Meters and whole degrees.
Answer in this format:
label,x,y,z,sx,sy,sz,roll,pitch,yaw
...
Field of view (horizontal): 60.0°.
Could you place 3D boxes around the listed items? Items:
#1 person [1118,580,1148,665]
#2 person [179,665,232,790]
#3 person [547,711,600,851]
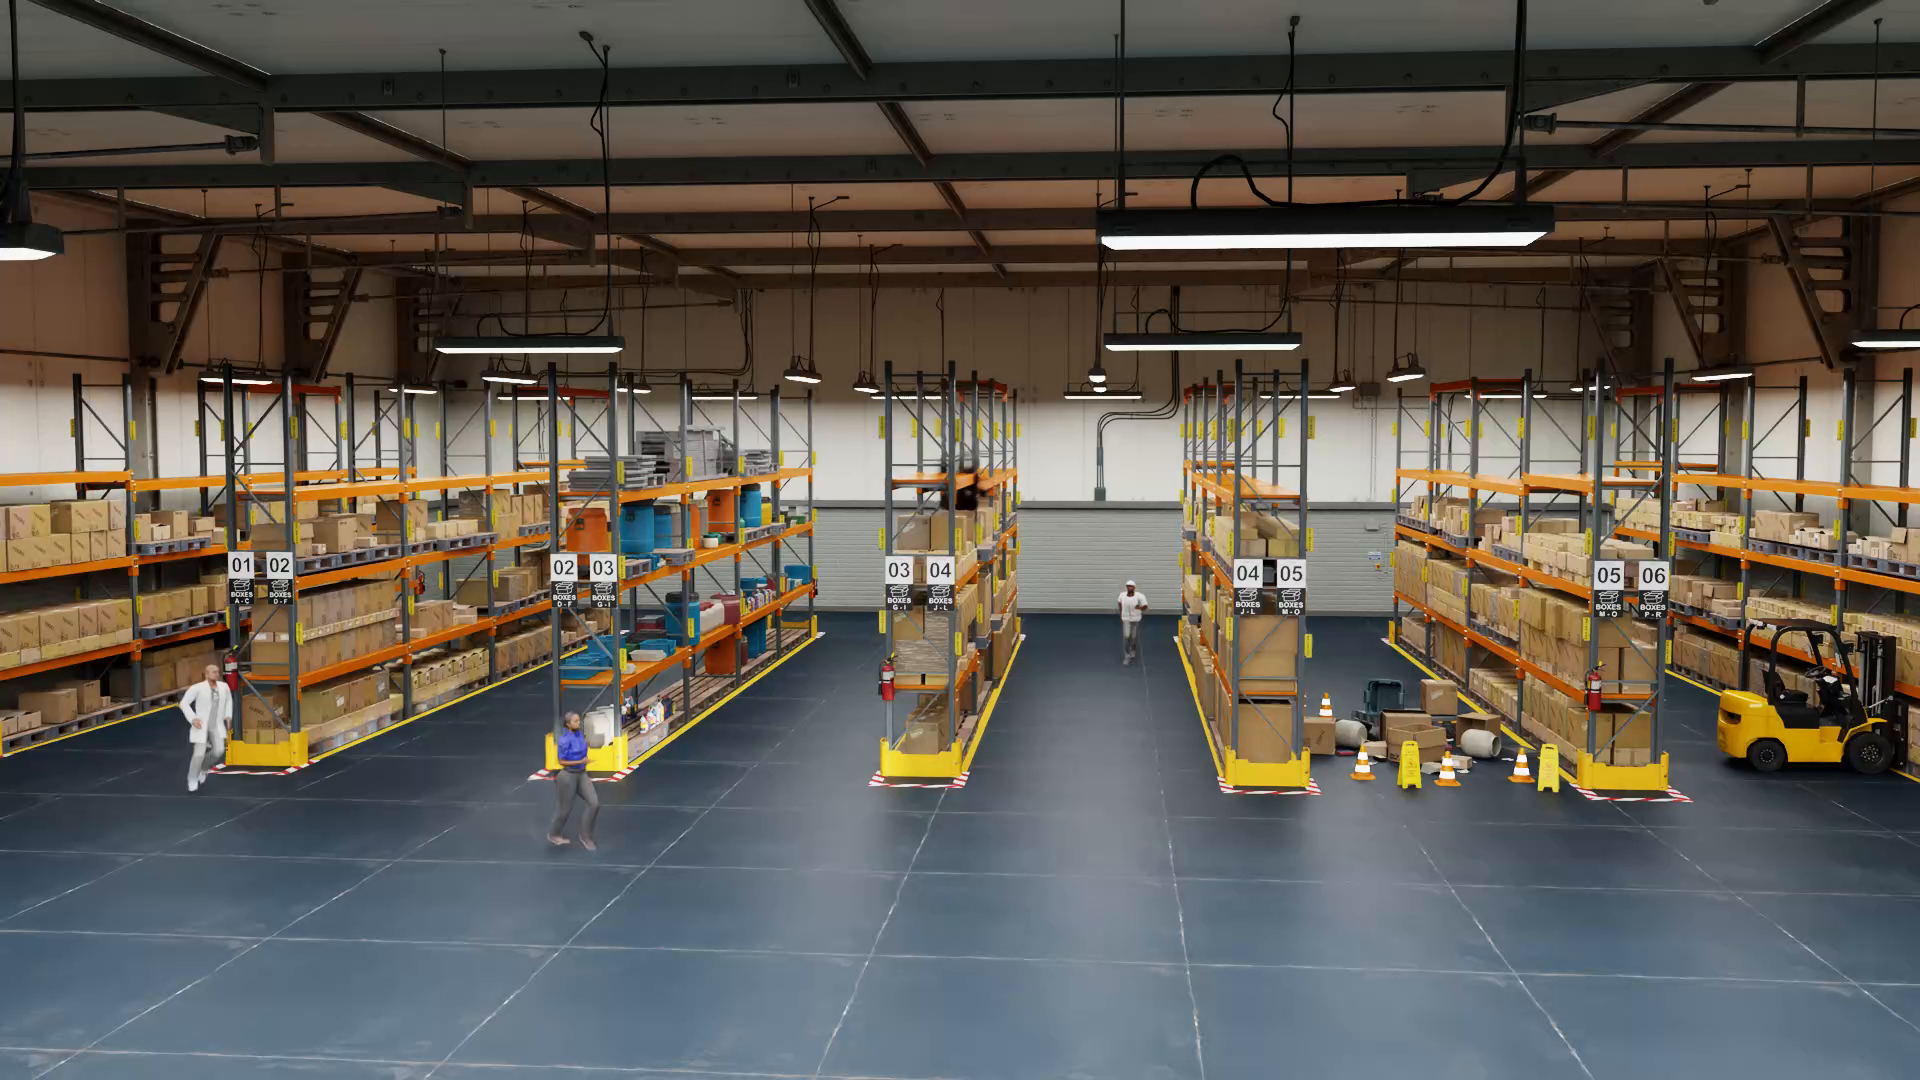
label,x,y,z,sx,sy,sz,roll,pitch,yaw
person,3.725,1.768,35.902,0.666,1.828,0.806,1,4,10
person,-10.535,2.616,23.368,0.560,1.720,0.771,4,5,44
person,-4.602,2.893,19.802,0.746,1.699,0.554,2,4,28
